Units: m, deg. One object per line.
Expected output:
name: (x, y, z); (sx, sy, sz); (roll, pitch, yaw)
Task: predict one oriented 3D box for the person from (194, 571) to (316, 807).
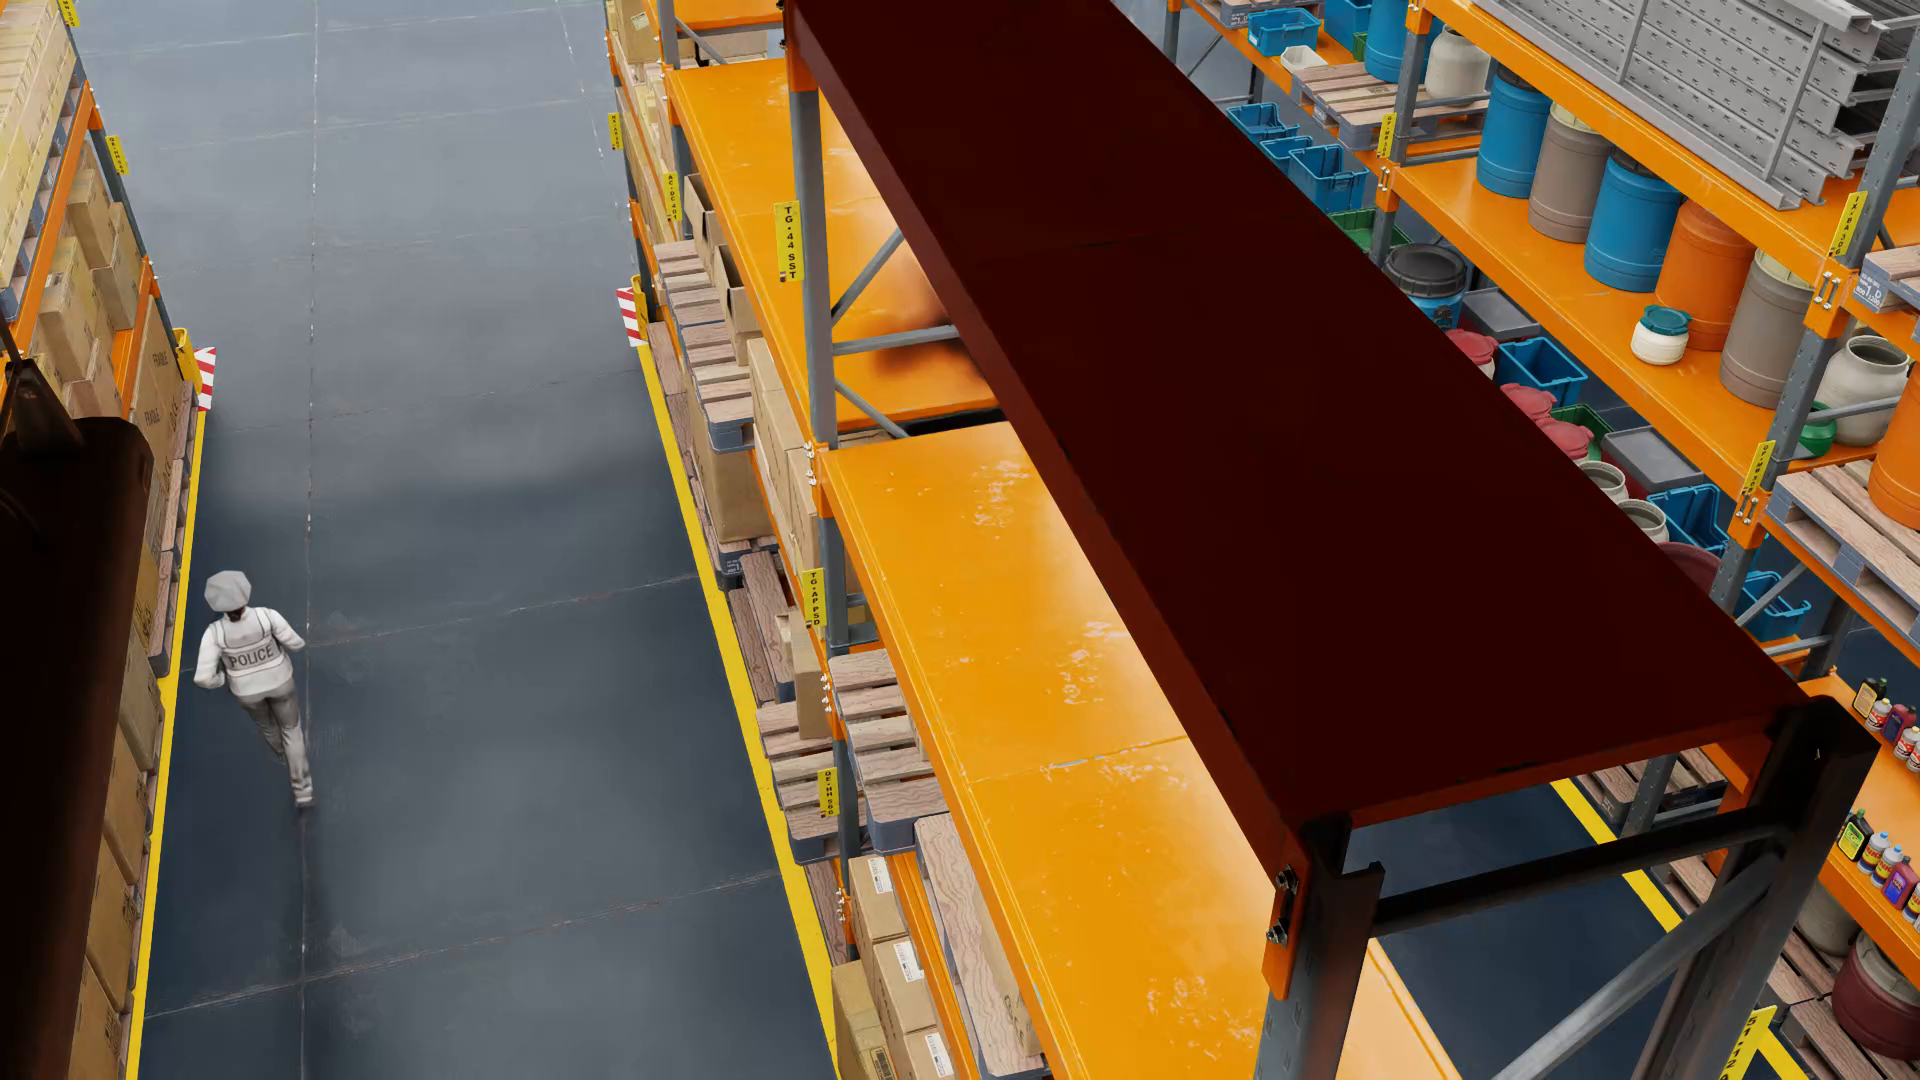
person: (-4.161, 0.859, 9.898); (0.616, 1.698, 0.823); (-16, 41, -19)
